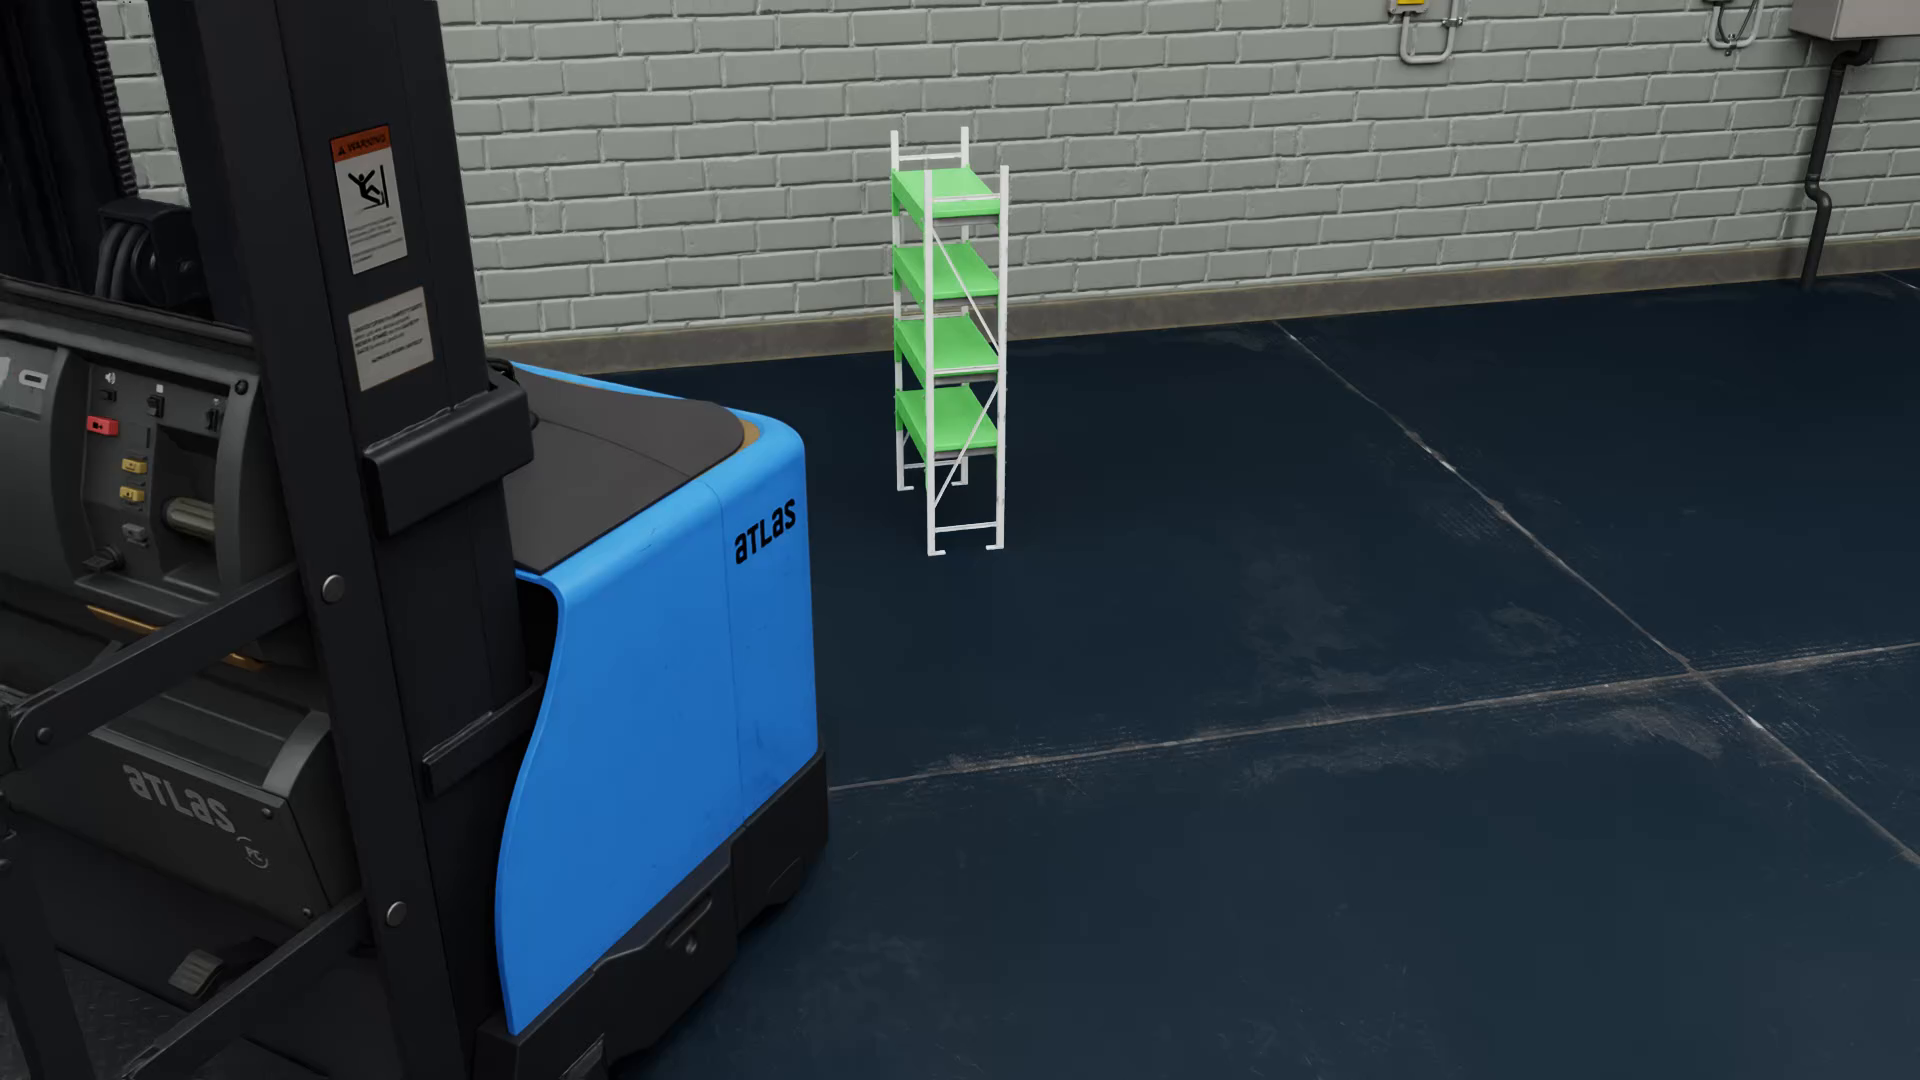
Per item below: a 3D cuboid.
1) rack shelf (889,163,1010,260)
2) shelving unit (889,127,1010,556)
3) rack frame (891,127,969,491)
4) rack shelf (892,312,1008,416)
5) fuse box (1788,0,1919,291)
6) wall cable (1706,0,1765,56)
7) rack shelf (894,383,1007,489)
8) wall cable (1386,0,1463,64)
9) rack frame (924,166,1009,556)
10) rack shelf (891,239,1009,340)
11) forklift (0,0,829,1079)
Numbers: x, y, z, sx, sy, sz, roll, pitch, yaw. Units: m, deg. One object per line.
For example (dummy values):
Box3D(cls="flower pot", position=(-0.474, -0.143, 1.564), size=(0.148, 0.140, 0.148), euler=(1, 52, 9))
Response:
Box3D(cls="rack shelf", position=(-0.037, -0.980, 4.936), size=(0.258, 0.148, 0.480), euler=(-6, 27, -12))
Box3D(cls="shelving unit", position=(-0.037, -0.608, 5.124), size=(0.258, 1.200, 0.503), euler=(-6, 27, -12))
Box3D(cls="rack frame", position=(-0.092, -0.715, 5.336), size=(0.240, 1.200, 0.015), euler=(-6, 27, -12))
Box3D(cls="rack shelf", position=(-0.037, -0.551, 5.152), size=(0.258, 0.148, 0.480), euler=(-6, 27, -12))
Box3D(cls="fuse box", position=(3.838, -1.883, 7.081), size=(0.539, 1.711, 0.414), euler=(-6, 27, -12))
Box3D(cls="wall cable", position=(3.138, -2.911, 6.561), size=(0.588, 1.984, 0.122), euler=(-6, 27, -12))
Box3D(cls="rack shelf", position=(-0.037, -0.337, 5.261), size=(0.258, 0.148, 0.480), euler=(-6, 27, -12))
Box3D(cls="wall cable", position=(1.758, -2.776, 6.259), size=(0.585, 1.953, 0.123), euler=(-6, 27, -12))
Box3D(cls="rack frame", position=(0.018, -0.501, 4.911), size=(0.240, 1.200, 0.015), euler=(-6, 27, -12))
Box3D(cls="rack shelf", position=(-0.037, -0.766, 5.044), size=(0.258, 0.148, 0.480), euler=(-6, 27, -12))
Box3D(cls="forklift", position=(-1.429, -0.101, 2.198), size=(1.130, 2.935, 3.031), euler=(13, 30, 25))
